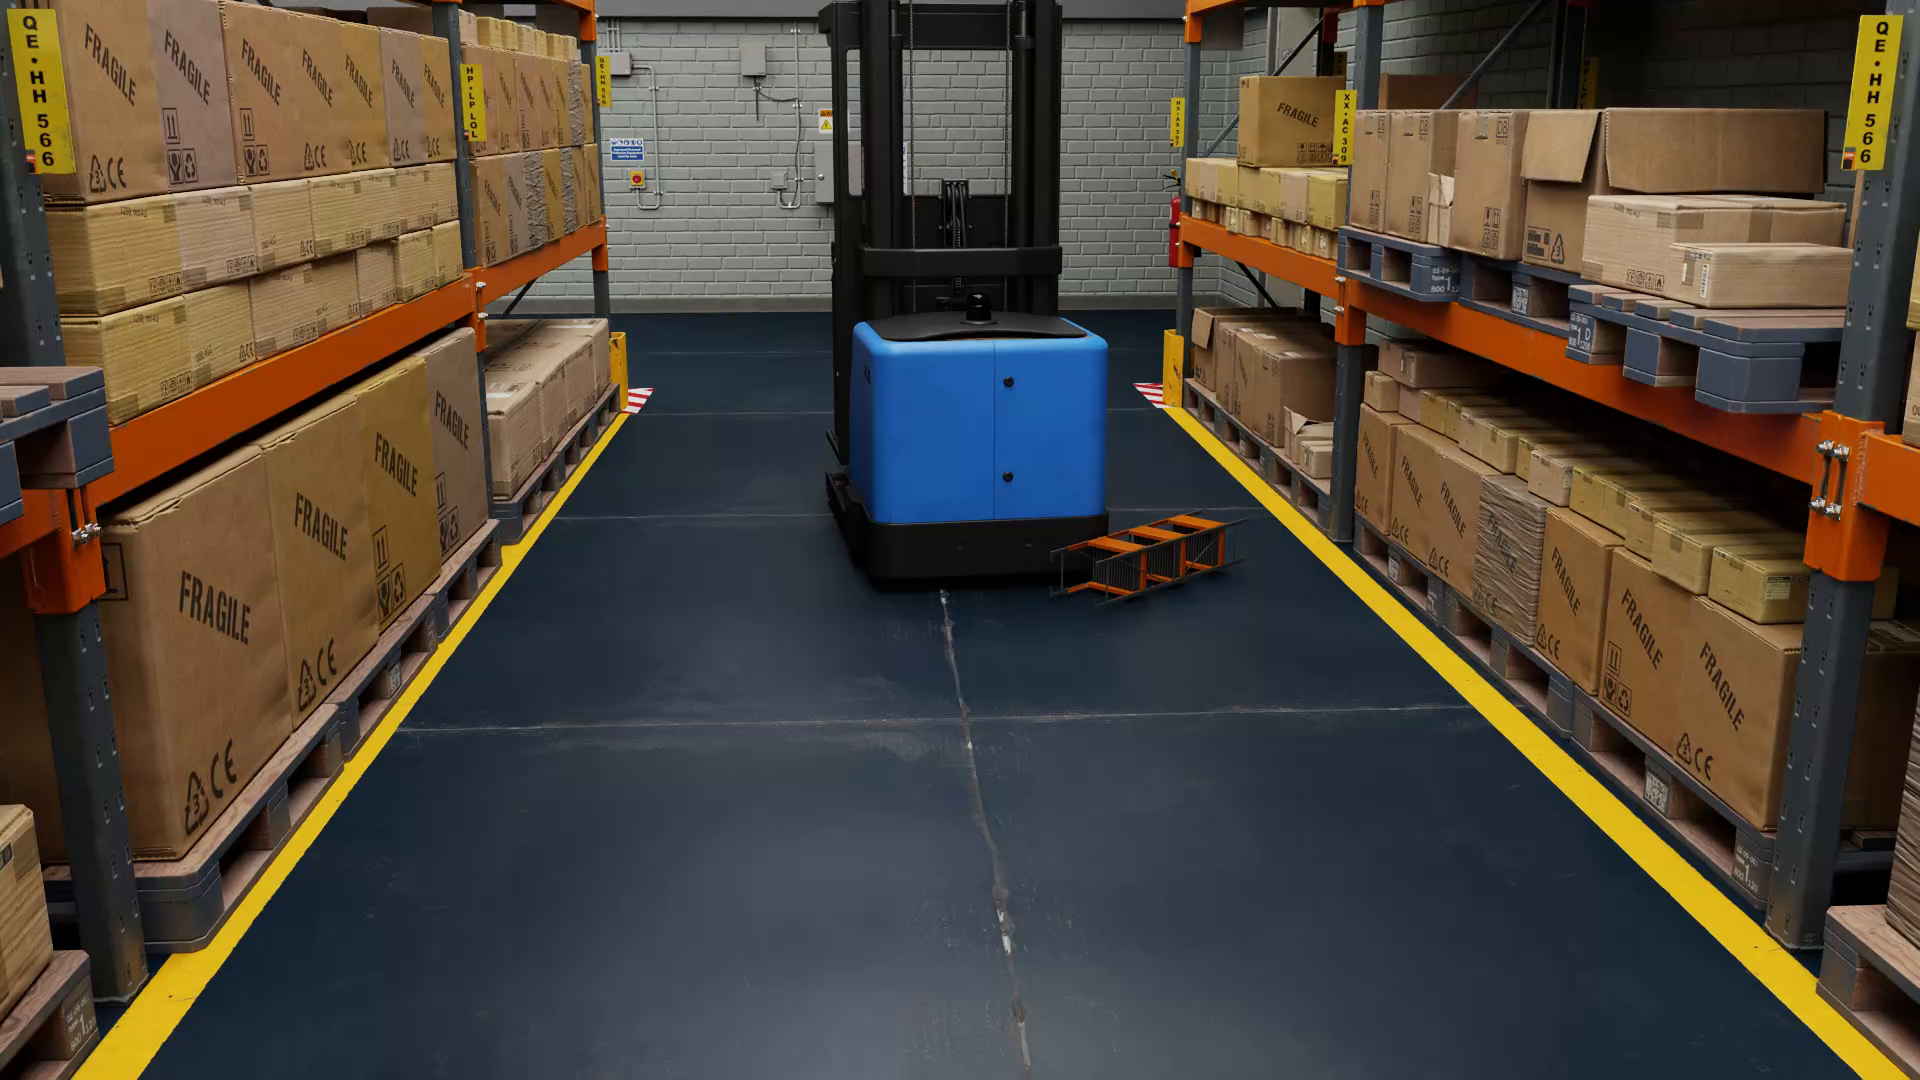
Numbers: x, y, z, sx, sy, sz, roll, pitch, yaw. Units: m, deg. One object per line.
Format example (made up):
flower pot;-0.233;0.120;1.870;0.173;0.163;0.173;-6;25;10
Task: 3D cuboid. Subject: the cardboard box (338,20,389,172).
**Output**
cardboard box;-2.342;-1.548;5.817;0.500;0.500;0.500;0;14;-2

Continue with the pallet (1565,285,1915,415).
pallet;2.418;-0.535;4.472;1.213;0.211;1.003;-1;14;-3

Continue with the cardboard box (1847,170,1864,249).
cardboard box;2.654;-0.843;4.239;0.500;0.500;0.500;0;14;-1

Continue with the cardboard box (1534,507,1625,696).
cardboard box;2.234;0.190;5.442;0.500;0.500;0.500;0;14;-1

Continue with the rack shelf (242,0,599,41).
rack shelf;-2.796;-2.980;9.011;1.077;0.370;4.000;-1;14;-3

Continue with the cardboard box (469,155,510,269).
cardboard box;-2.439;-1.547;7.819;0.500;0.500;0.500;0;14;-2

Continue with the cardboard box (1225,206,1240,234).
cardboard box;1.811;-1.921;9.978;0.380;0.149;0.250;-1;14;-5

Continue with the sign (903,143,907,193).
sign;-0.706;-3.784;16.904;0.329;0.494;0.001;-1;14;-3

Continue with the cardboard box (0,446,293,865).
cardboard box;-2.384;0.270;4.380;0.875;0.875;0.875;-1;14;-4

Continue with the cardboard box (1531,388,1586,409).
cardboard box;2.638;-0.550;7.015;0.380;0.149;0.250;-1;14;-3

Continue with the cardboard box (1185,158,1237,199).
cardboard box;1.794;-2.405;11.056;0.500;0.250;0.500;-1;14;-3

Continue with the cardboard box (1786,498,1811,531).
cardboard box;2.724;-0.029;4.992;0.380;0.149;0.250;-1;14;-3

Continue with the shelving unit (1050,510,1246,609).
shelving unit;0.833;0.073;7.251;0.252;0.215;1.050;14;20;42

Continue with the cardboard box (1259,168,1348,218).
cardboard box;1.944;-1.898;9.089;0.500;0.250;0.500;-1;14;-4

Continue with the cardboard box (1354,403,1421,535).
cardboard box;2.088;-0.324;7.441;0.500;0.500;0.500;0;14;-1

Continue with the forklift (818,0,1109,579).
forklift;-0.104;-1.573;8.259;1.130;2.935;3.031;-2;15;-9

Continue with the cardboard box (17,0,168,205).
cardboard box;-2.210;-1.042;3.850;0.500;0.500;0.500;-1;14;-5

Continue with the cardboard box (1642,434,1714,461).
cardboard box;2.701;-0.291;6.008;0.380;0.149;0.250;-1;15;-6

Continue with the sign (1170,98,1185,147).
sign;1.493;-2.861;11.389;0.100;0.325;0.005;-1;14;-3

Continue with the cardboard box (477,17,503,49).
cardboard box;-2.476;-2.496;8.200;0.380;0.149;0.250;-1;14;-4

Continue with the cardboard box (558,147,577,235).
cardboard box;-2.568;-2.052;9.783;0.500;0.500;0.500;0;14;-2

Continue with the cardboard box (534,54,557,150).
cardboard box;-2.534;-2.411;9.171;0.500;0.500;0.500;-1;14;-4

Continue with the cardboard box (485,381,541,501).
cardboard box;-2.603;-0.498;8.242;0.875;0.438;0.875;-1;14;-4

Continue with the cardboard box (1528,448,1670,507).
cardboard box;2.193;-0.217;5.721;0.380;0.149;0.250;-2;15;-6

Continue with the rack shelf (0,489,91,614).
rack shelf;-2.300;0.463;1.652;1.077;0.370;4.000;-1;14;-3

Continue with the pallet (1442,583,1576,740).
pallet;2.449;0.401;6.045;1.003;0.211;1.213;-1;14;-3

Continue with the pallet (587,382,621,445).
pallet;-2.792;-0.824;10.807;1.003;0.211;1.213;-1;14;-3

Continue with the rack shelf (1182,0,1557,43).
rack shelf;2.158;-3.057;9.312;1.077;0.370;4.000;-1;14;-3

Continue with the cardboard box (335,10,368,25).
cardboard box;-2.916;-2.364;7.684;0.380;0.149;0.250;-1;14;-2

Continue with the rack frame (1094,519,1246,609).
rack frame;0.921;0.094;7.169;0.008;0.200;1.050;14;20;42

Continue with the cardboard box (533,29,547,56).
cardboard box;-2.564;-2.817;9.445;0.380;0.149;0.250;-1;14;-2

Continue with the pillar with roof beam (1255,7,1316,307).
pillar with roof beam;-1.530;-5.974;13.184;9.100;9.000;0.400;-1;14;-3

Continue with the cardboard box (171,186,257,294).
cardboard box;-2.240;-0.811;4.456;0.500;0.250;0.500;-1;14;-2

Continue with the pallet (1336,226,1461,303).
pallet;2.223;-1.162;6.908;1.003;0.211;1.213;-1;14;-3

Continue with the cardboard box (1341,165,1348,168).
cardboard box;2.417;-2.030;9.600;0.500;0.250;0.500;-1;14;-4

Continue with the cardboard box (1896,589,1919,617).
cardboard box;2.784;0.437;4.480;0.500;0.500;0.500;0;14;-1

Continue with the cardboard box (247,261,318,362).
cardboard box;-2.279;-0.694;5.005;0.500;0.250;0.500;0;14;-2

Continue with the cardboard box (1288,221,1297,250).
cardboard box;1.943;-1.603;8.743;0.380;0.149;0.250;-1;14;-2

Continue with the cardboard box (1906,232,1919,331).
cardboard box;2.289;-0.516;3.308;0.500;0.250;0.500;-1;14;-3

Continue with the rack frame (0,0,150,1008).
rack frame;-2.424;-0.383;3.495;1.000;3.000;0.127;-1;14;-3

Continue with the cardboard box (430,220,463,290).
cardboard box;-2.392;-1.198;6.962;0.500;0.250;0.500;-1;14;-5

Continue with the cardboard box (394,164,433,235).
cardboard box;-2.363;-1.317;6.424;0.500;0.250;0.500;-1;14;-2

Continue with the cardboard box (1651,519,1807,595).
cardboard box;2.199;0.046;4.699;0.380;0.149;0.250;-2;15;-6

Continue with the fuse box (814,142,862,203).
fuse box;-1.186;-3.147;16.823;0.539;1.711;0.414;-1;14;-3

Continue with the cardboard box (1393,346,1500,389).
cardboard box;2.103;-0.749;7.193;0.380;0.149;0.250;-2;15;-6

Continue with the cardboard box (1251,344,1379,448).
cardboard box;2.056;-0.818;9.360;0.700;0.500;0.500;-1;14;-6

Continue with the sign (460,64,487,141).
sign;-2.131;-1.911;7.269;0.100;0.325;0.005;-1;14;-3

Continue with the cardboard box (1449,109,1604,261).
cardboard box;2.170;-1.259;5.858;0.700;0.500;0.500;-1;14;-4

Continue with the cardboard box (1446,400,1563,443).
cardboard box;2.191;-0.470;6.704;0.380;0.149;0.250;-1;14;-4

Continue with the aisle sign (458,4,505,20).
aisle sign;-3.213;-3.645;10.956;0.394;0.787;0.004;-1;14;-3
